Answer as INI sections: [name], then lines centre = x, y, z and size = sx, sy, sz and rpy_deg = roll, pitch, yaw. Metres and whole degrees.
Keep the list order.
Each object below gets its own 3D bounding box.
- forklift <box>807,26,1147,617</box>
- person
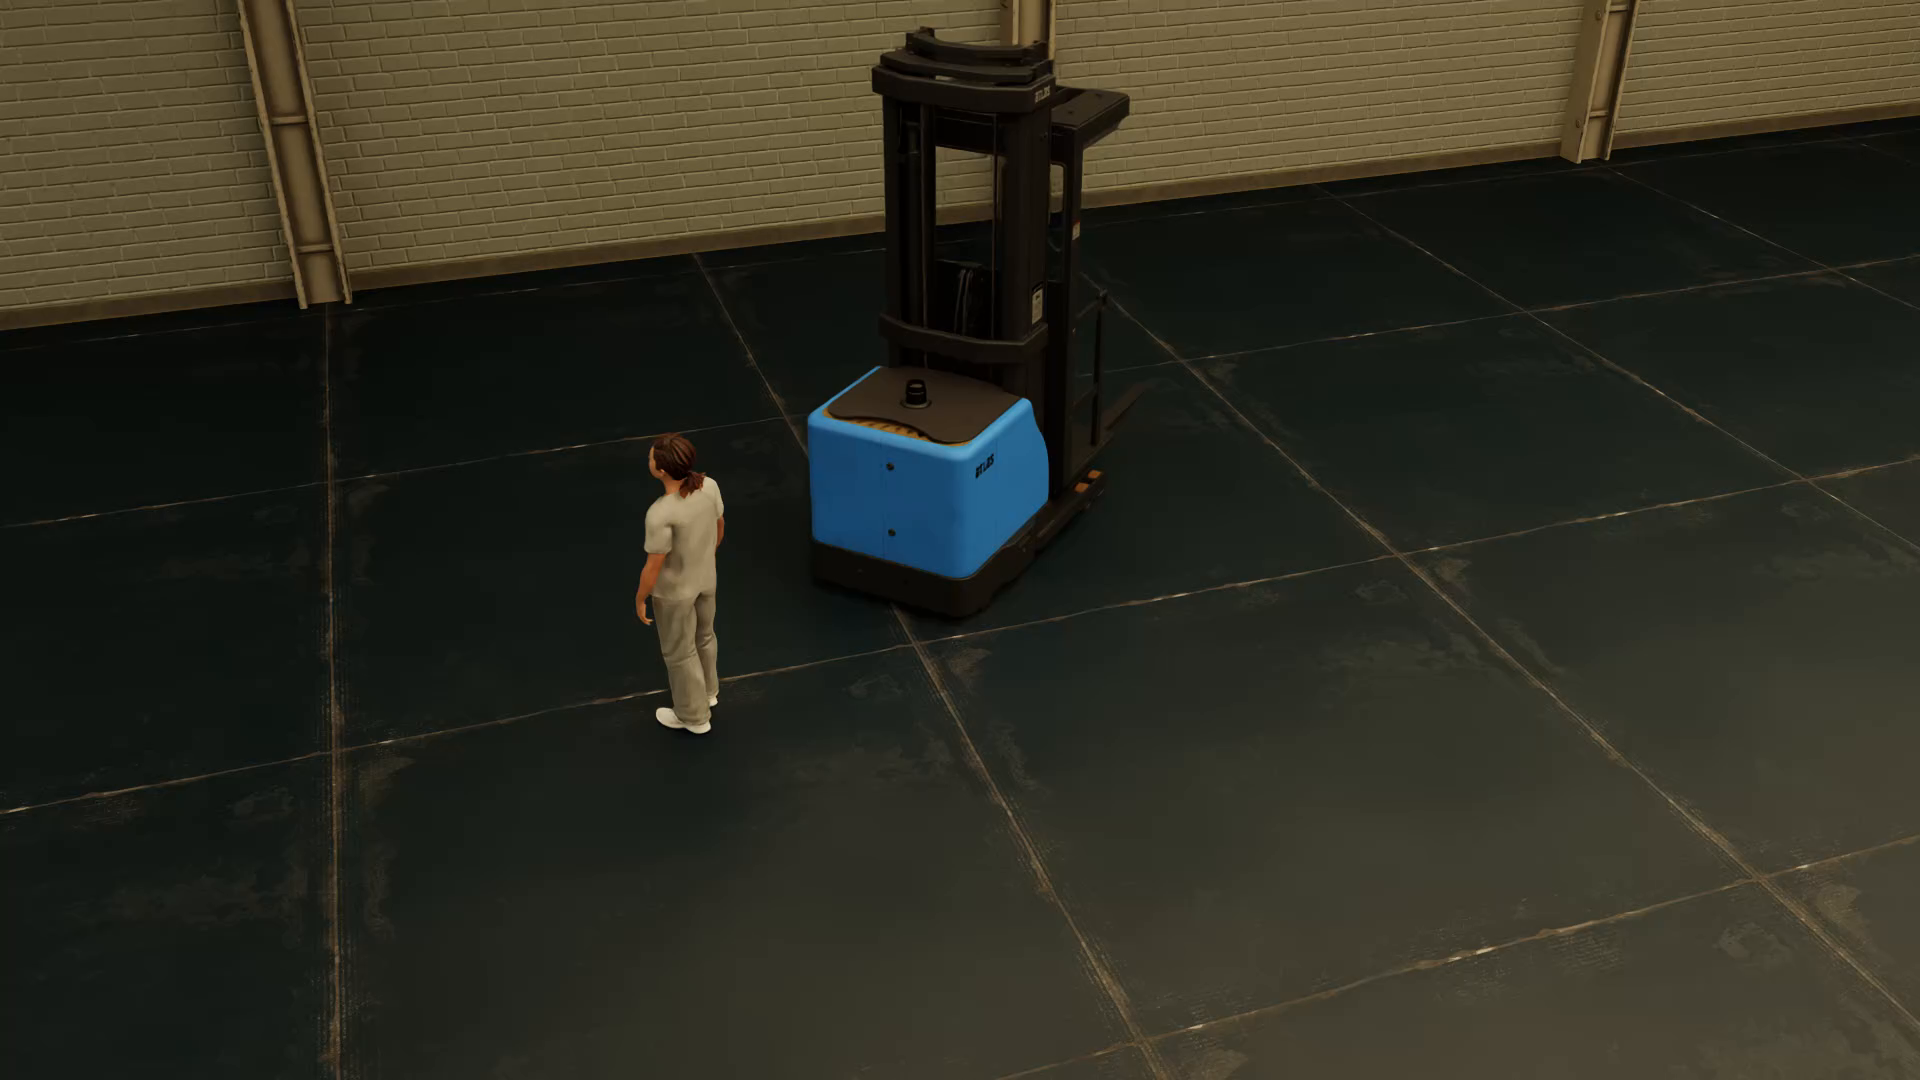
[forklift]
centre = 0.281, -1.555, 9.790
size = 1.130, 2.935, 3.031
rpy_deg = 15, 33, 24
[person]
centre = -1.382, 0.200, 7.985
size = 0.550, 1.675, 0.543
rpy_deg = 19, 35, 29
